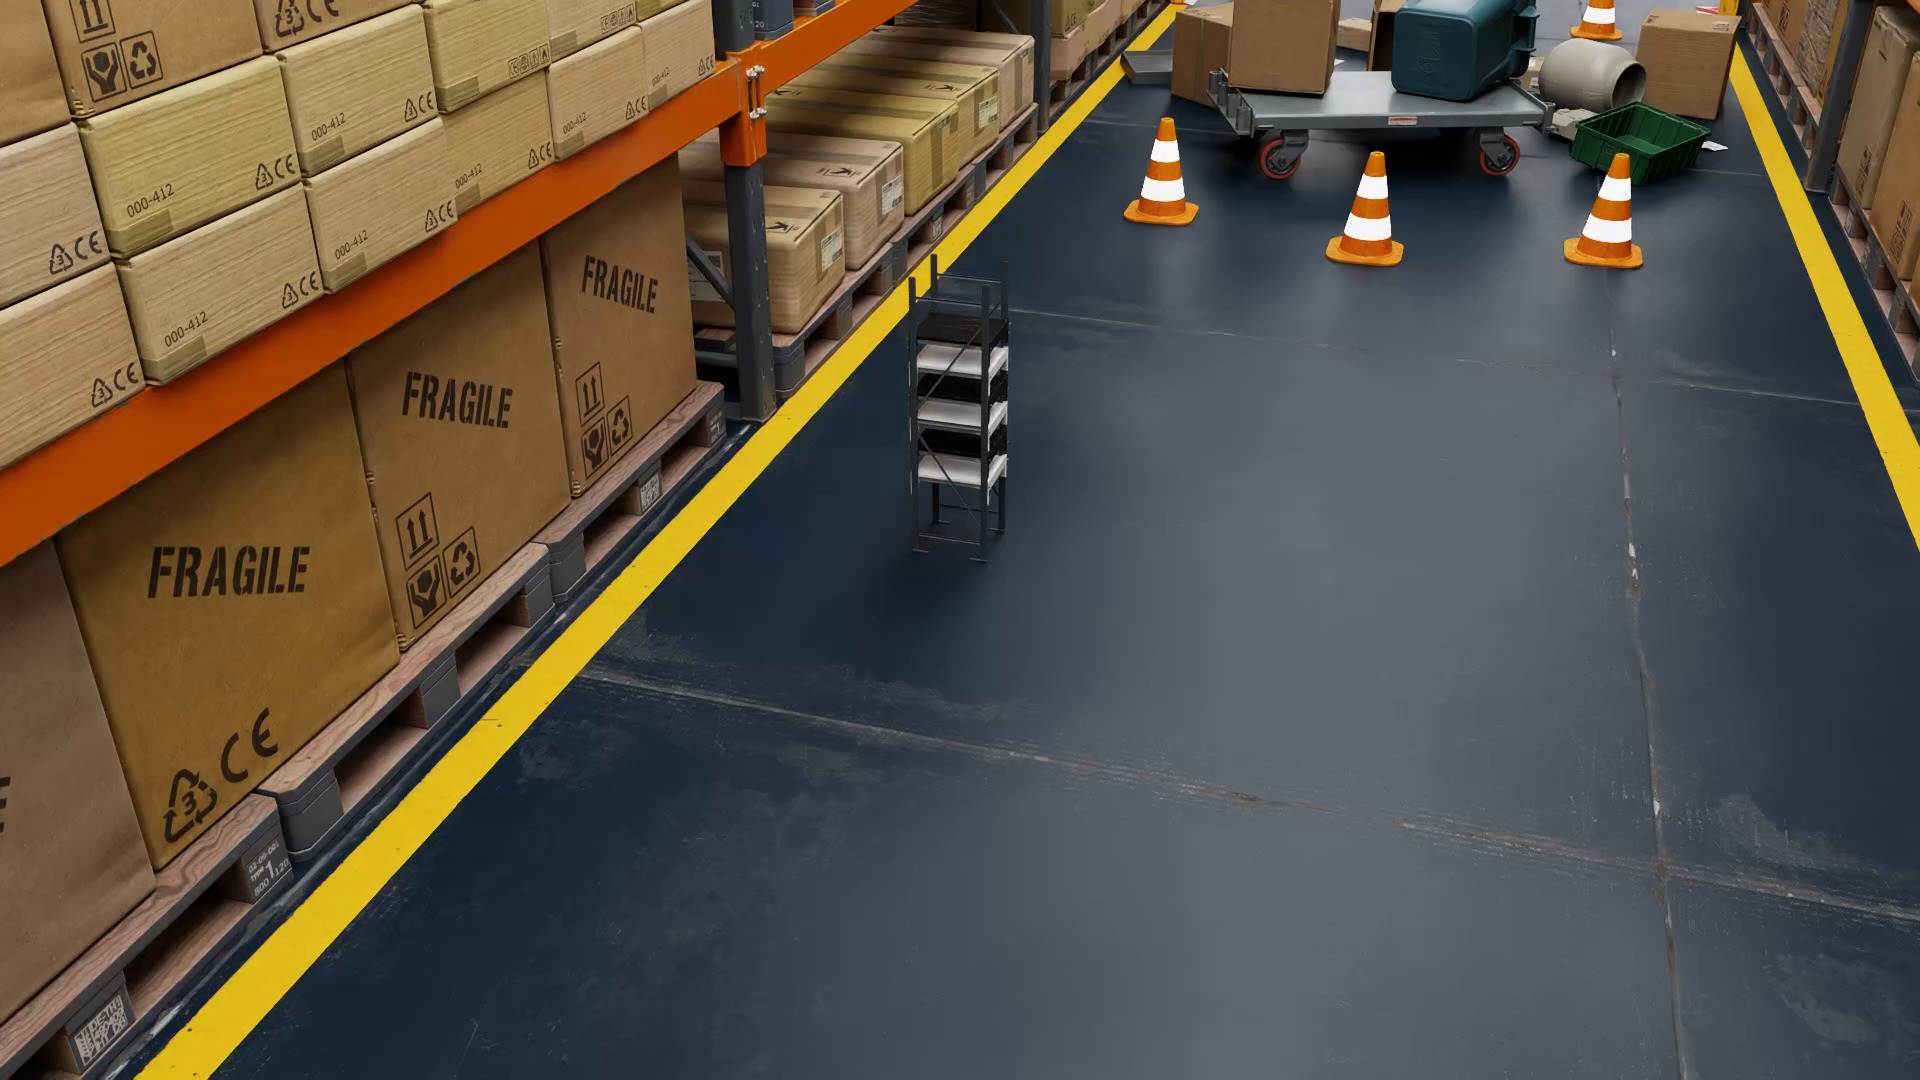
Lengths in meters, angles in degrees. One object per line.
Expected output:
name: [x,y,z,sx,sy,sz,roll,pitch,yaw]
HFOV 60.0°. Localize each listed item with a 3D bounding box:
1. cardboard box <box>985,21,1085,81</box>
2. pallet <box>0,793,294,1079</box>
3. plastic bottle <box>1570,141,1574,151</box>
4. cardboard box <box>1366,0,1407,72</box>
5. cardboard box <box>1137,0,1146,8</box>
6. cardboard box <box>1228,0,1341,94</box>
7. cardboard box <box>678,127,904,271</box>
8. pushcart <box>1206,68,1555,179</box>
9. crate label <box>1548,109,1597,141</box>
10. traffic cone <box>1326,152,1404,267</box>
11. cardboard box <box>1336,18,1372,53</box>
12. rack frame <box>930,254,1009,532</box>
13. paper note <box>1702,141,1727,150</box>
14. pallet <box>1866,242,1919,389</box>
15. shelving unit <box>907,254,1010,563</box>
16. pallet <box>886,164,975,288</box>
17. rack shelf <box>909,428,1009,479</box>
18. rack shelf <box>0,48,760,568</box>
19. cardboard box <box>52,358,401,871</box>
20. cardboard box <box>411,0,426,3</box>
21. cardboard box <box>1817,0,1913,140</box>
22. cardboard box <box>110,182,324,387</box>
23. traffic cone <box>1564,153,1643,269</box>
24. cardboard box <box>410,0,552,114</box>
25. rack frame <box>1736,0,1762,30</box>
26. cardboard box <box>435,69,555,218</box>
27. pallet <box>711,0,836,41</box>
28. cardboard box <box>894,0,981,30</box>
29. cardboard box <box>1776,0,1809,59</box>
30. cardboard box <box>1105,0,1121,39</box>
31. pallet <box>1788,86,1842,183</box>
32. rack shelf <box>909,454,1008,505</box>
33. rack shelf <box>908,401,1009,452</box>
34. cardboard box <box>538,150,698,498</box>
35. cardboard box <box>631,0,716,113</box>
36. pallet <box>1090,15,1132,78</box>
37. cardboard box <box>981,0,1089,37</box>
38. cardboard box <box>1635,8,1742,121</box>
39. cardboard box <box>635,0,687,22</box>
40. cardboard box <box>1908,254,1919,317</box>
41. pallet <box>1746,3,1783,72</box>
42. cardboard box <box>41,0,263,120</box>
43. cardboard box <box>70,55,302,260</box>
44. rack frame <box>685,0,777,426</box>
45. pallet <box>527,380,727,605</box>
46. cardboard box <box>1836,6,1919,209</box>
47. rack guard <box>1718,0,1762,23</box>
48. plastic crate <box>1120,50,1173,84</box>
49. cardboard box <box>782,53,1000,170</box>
cardboard box: [0.439,-2.898,9.770,0.500,0.250,0.500,7,30,13]
pallet: [-2.186,0.887,3.439,1.003,0.211,1.213,8,30,15]
plastic bottle: [3.408,-2.081,8.927,0.133,0.061,0.283,-6,30,-11]
cardboard box: [2.820,-2.894,9.796,0.797,0.637,0.503,8,30,15]
cardboard box: [1.042,-3.868,11.513,0.500,0.250,0.500,9,30,15]
cardboard box: [1.718,-2.679,8.773,0.500,0.500,0.500,8,30,15]
cardboard box: [-0.782,-1.462,7.064,0.950,0.372,0.625,8,30,14]
pushcart: [2.202,-2.232,8.875,1.648,0.377,0.936,-1,29,-3]
crate label: [3.434,-2.309,9.261,0.298,0.136,0.250,-12,31,-20]
traffic cone: [1.853,-1.518,7.503,0.336,0.463,0.334,8,30,15]
cardboard box: [2.729,-3.397,11.203,0.250,0.149,0.380,-24,37,-37]
rack frame: [0.027,-0.437,5.109,0.240,0.900,0.006,8,30,15]
paper note: [4.101,-2.166,9.111,0.147,0.020,0.142,-12,31,-20]
pallet: [4.259,-0.864,6.587,1.003,0.211,1.213,8,30,15]
shelving unit: [-0.002,-0.389,5.024,0.258,0.900,0.210,8,30,15]
pallet: [-0.575,-1.531,7.785,1.003,0.211,1.213,8,30,15]
rack shelf: [-0.002,-0.282,5.084,0.258,0.077,0.200,8,30,15]
rack shelf: [-1.753,-0.578,3.943,1.077,0.370,4.000,8,30,15]
cardboard box: [-1.977,0.062,3.807,0.875,0.875,0.875,9,30,16]
cardboard box: [-1.363,-1.555,3.829,0.500,0.500,0.500,9,30,15]
cardboard box: [5.021,-2.558,8.517,0.875,0.875,0.875,9,30,16]
cardboard box: [-1.643,-0.541,3.290,0.500,0.250,0.500,8,30,14]
traffic cone: [2.932,-1.505,7.479,0.336,0.463,0.334,8,30,15]
cardboard box: [-1.343,-1.234,4.022,0.500,0.250,0.500,8,30,14]
rack frame: [5.944,-4.880,10.937,1.000,3.000,0.127,8,30,15]
cardboard box: [-1.365,-1.013,4.139,0.500,0.250,0.500,8,30,14]
pallet: [-1.059,-2.084,6.108,1.213,0.211,1.003,8,30,15]
cardboard box: [-0.075,-3.303,9.728,0.500,0.500,0.500,8,30,14]
cardboard box: [5.552,-3.401,10.032,0.875,0.875,0.875,8,30,14]
cardboard box: [0.738,-3.395,10.663,0.500,0.250,0.500,8,30,14]
pallet: [5.068,-2.145,8.888,1.003,0.211,1.213,8,30,15]
rack shelf: [-0.002,-0.203,5.128,0.258,0.077,0.200,8,30,15]
rack shelf: [-0.002,-0.360,5.041,0.258,0.077,0.200,8,30,15]
cardboard box: [-1.448,-0.767,5.298,0.875,0.875,0.875,8,30,14]
cardboard box: [-1.066,-1.484,4.986,0.500,0.250,0.500,7,30,13]
pallet: [0.528,-3.348,11.051,1.003,0.211,1.213,8,30,15]
cardboard box: [0.439,-3.226,9.588,0.500,0.500,0.500,10,31,17]
cardboard box: [4.244,-2.798,9.762,0.500,0.500,0.500,14,32,23]
cardboard box: [-1.065,-1.713,4.884,0.500,0.250,0.500,8,30,15]
cardboard box: [4.114,-1.040,5.915,1.050,0.750,0.750,9,30,16]
pallet: [5.784,-3.279,10.927,1.003,0.211,1.213,8,30,15]
cardboard box: [-1.664,-1.080,2.974,0.500,0.500,0.500,8,30,14]
cardboard box: [-1.642,-0.757,3.165,0.500,0.250,0.500,9,30,16]
rack frame: [-1.166,-1.822,5.439,1.000,3.000,0.127,8,30,15]
pallet: [-1.470,-0.247,5.478,1.003,0.211,1.213,8,30,15]
cardboard box: [4.673,-1.920,7.498,1.050,0.750,0.750,8,30,15]
rack guard: [5.951,-3.799,11.564,1.175,0.500,0.348,8,30,15]
plastic crate: [1.253,-3.017,10.591,0.402,0.080,0.583,-1,29,-3]
cardboard box: [-0.351,-2.137,8.277,0.950,0.372,0.625,10,31,18]
